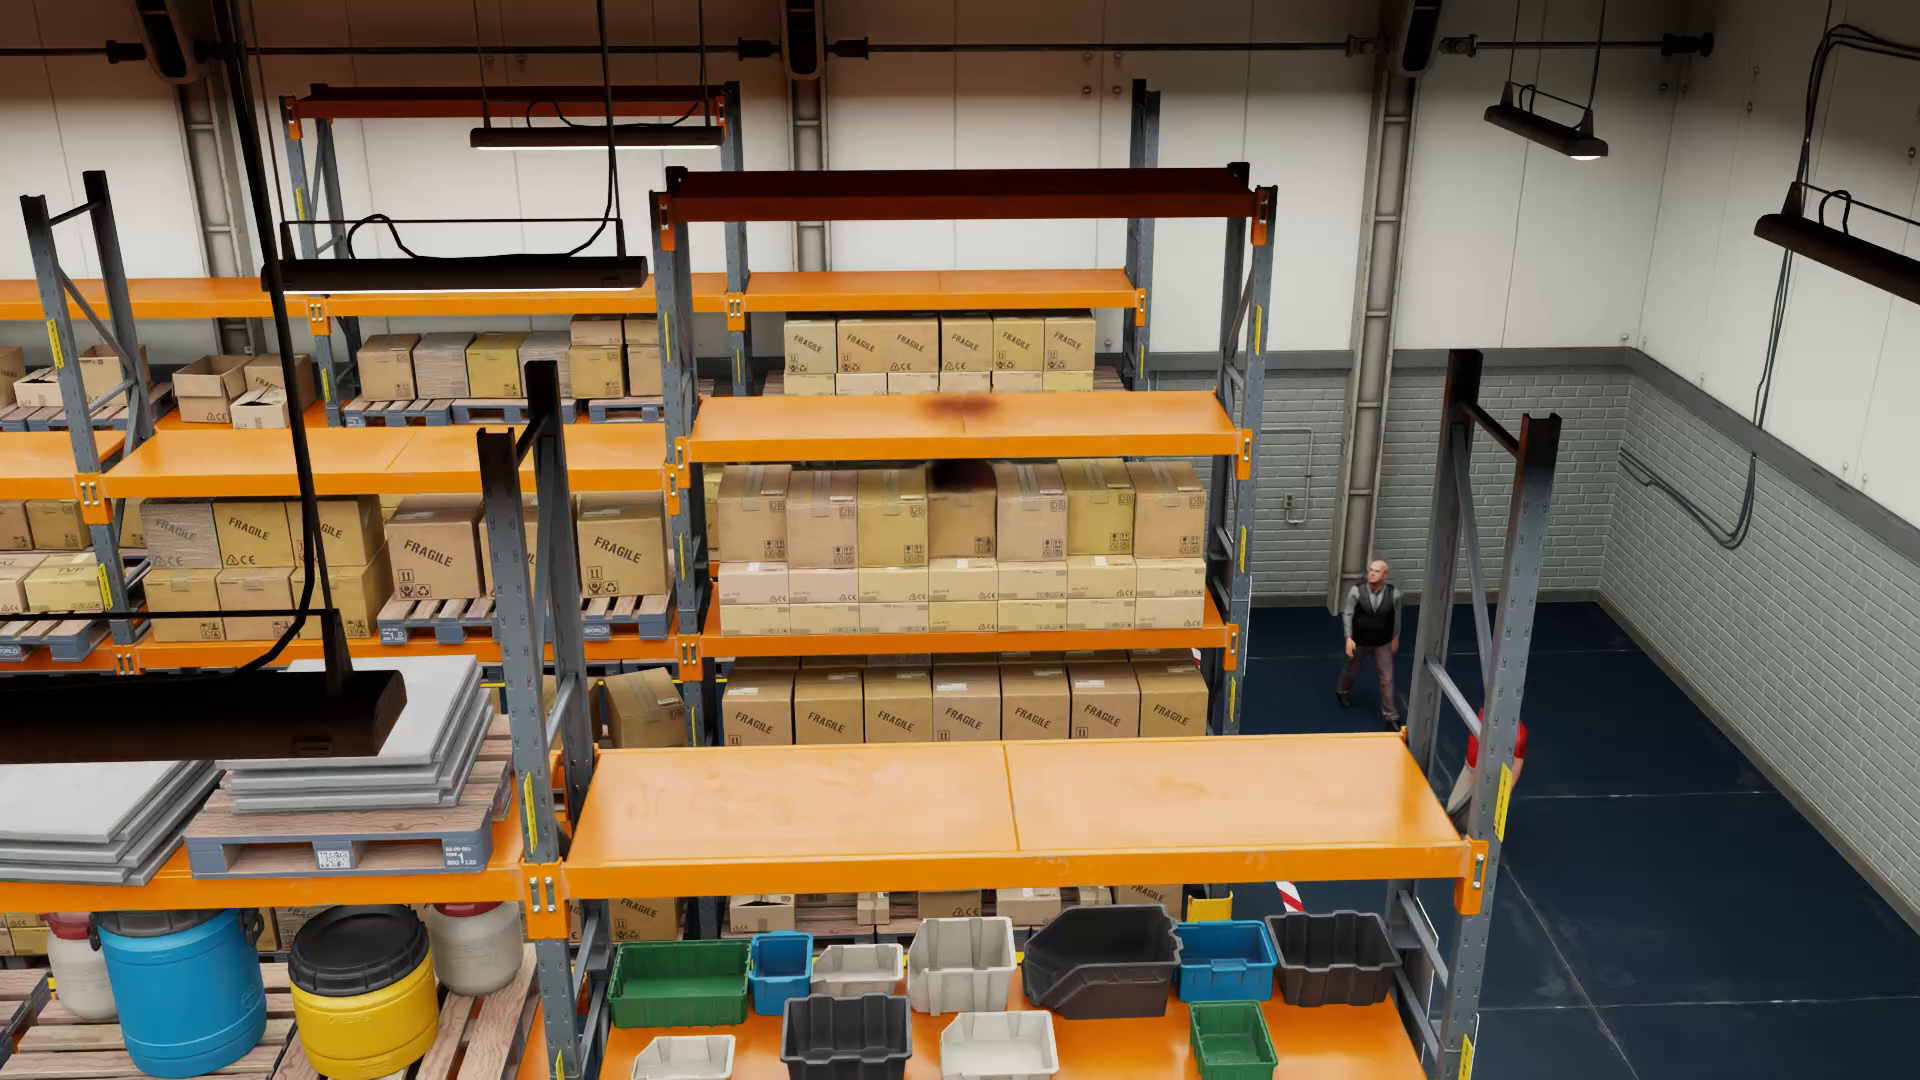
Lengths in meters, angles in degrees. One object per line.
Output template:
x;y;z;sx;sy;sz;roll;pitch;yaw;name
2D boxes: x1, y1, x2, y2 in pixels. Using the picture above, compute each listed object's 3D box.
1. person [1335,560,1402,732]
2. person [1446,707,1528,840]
4.077;1.010;16.394;0.625;1.651;1.047;-4;23;-10;person
4.429;1.999;13.895;0.555;1.712;0.506;18;28;37;person
